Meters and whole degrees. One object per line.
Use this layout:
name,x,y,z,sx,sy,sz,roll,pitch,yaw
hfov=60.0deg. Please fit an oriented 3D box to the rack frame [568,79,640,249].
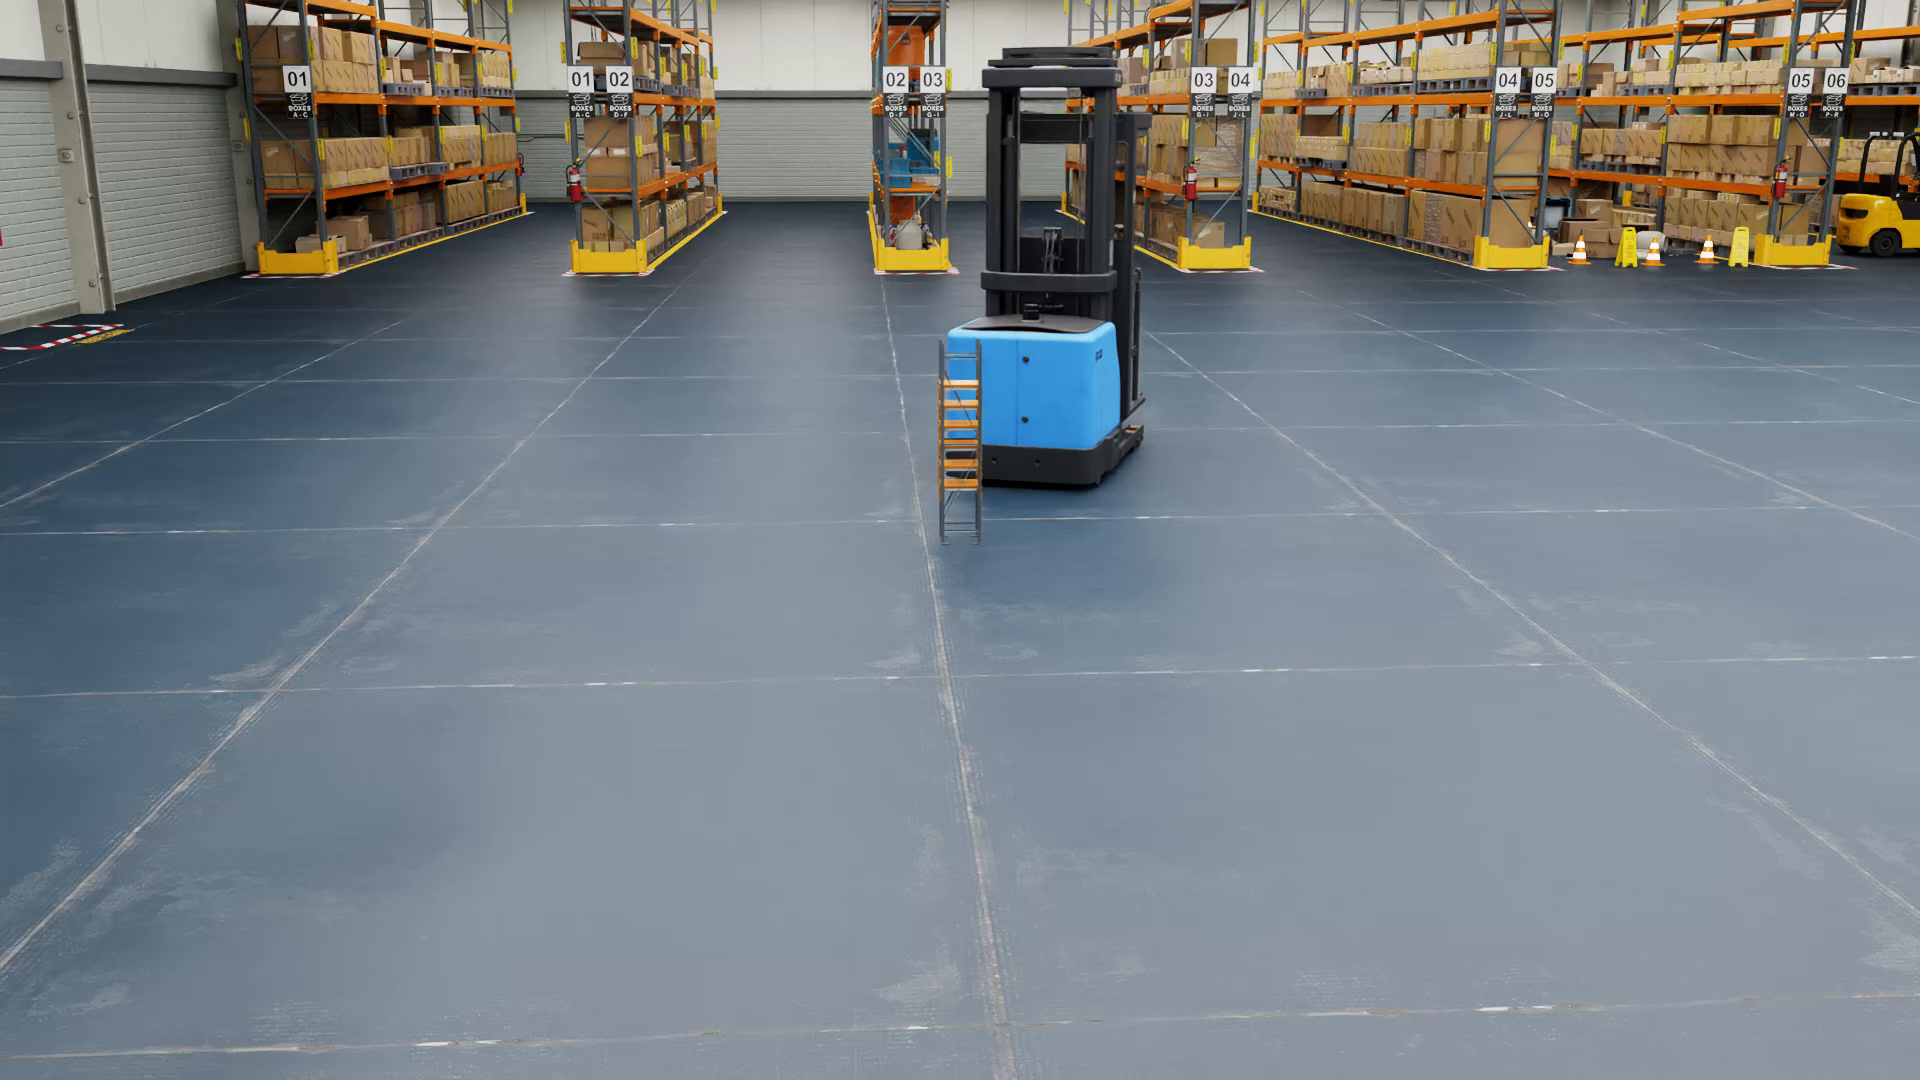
rack frame,-5.673,-5.811,26.590,1.000,3.000,0.127,-1,14,-3

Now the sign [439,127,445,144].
sign,-10.571,-8.256,33.929,0.100,0.325,0.005,-1,14,-3

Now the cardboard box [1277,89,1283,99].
cardboard box,8.047,-10.870,40.536,0.500,0.250,0.500,-1,14,-4

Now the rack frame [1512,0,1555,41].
rack frame,13.362,-12.005,38.627,1.000,3.000,0.127,-1,14,-3

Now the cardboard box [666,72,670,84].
cardboard box,-6.034,-9.142,32.975,0.500,0.250,0.500,0,14,-2

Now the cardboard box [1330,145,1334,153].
cardboard box,8.173,-8.412,35.764,0.380,0.149,0.250,0,14,-1

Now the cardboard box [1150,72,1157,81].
cardboard box,3.680,-8.445,30.310,0.380,0.149,0.250,-1,14,-5

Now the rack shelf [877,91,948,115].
rack shelf,-0.853,-7.488,28.533,1.077,0.370,4.000,-1,14,-3

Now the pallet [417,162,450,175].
pallet,-10.962,-7.454,33.364,1.213,0.211,1.003,-1,14,-3

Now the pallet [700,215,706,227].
pallet,-6.328,-7.243,37.753,1.003,0.211,1.213,-1,14,-3

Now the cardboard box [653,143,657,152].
cardboard box,-5.690,-7.104,30.113,0.380,0.149,0.250,-1,14,-3

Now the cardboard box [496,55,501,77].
cardboard box,-11.229,-11.275,39.562,0.500,0.500,0.500,-2,15,-6

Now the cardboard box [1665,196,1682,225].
cardboard box,13.625,-6.194,31.252,0.500,0.500,0.500,0,14,-1

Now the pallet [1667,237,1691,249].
pallet,13.935,-5.593,31.342,1.003,0.211,1.213,-1,14,-3

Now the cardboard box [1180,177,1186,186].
cardboard box,3.909,-6.032,27.956,0.380,0.149,0.250,-1,14,-3

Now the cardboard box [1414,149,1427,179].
cardboard box,8.958,-6.990,30.873,0.875,0.550,0.550,-1,14,-3

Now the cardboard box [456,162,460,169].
cardboard box,-11.007,-8.078,35.865,0.380,0.149,0.250,-1,14,-3

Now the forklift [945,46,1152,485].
forklift,0.793,-2.114,12.360,1.130,2.935,3.031,4,15,15

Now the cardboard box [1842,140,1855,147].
cardboard box,18.380,-8.141,34.144,0.380,0.149,0.250,-1,14,-2

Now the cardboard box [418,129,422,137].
cardboard box,-11.061,-8.213,33.542,0.380,0.149,0.250,-3,15,-11

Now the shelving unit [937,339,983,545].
shelving unit,0.001,-0.577,9.863,0.258,1.200,0.189,-1,14,-3

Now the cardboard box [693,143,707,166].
cardboard box,-6.176,-8.974,38.686,0.500,0.500,0.500,-1,14,-2

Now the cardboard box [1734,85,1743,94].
cardboard box,13.753,-7.850,29.001,0.380,0.149,0.250,-1,14,-5

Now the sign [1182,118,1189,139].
sign,3.660,-6.673,26.983,0.100,0.325,0.005,-1,14,-3

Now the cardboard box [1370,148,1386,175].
cardboard box,8.528,-7.561,33.191,0.500,0.500,0.500,-1,14,-4

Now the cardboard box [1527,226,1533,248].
cardboard box,10.044,-5.429,30.120,0.500,0.500,0.500,2,15,6

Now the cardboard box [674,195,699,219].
cardboard box,-6.013,-7.305,36.532,0.500,0.500,0.500,-1,14,-5

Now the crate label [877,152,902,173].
crate label,-1.433,-7.642,33.636,0.502,0.435,0.616,-1,14,-3

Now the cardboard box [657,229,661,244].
cardboard box,-5.653,-5.441,29.828,0.500,0.250,0.500,-1,14,-3

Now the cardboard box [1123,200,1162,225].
cardboard box,3.781,-6.788,34.524,0.700,0.500,0.500,-2,15,-6

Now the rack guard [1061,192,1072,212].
rack guard,3.222,-8.737,42.981,1.175,0.500,0.348,-1,14,-3

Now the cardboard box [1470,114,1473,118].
cardboard box,12.926,-10.526,41.409,0.380,0.149,0.250,-1,14,-3

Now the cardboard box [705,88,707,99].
cardboard box,-6.256,-10.549,39.286,0.500,0.250,0.500,-1,14,-3

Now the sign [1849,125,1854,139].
sign,19.118,-8.753,35.702,0.100,0.325,0.005,-1,14,-3

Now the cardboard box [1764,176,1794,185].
cardboard box,13.869,-6.084,28.156,0.380,0.149,0.250,0,14,-2

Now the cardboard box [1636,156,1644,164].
cardboard box,13.500,-7.445,32.605,0.380,0.149,0.250,-1,14,-4

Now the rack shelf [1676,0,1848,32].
rack shelf,13.982,-9.168,29.051,1.077,0.370,4.000,-1,14,-3

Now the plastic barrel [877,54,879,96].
plastic barrel,-1.306,-9.025,32.057,0.600,0.901,0.708,-1,14,-3

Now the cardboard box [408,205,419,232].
cardboard box,-11.041,-6.294,32.603,0.700,0.500,0.500,-1,14,-4

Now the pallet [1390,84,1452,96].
pallet,8.818,-8.596,31.781,0.805,0.209,1.217,-1,15,-6

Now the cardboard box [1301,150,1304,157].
cardboard box,8.028,-8.844,38.041,0.380,0.149,0.250,-1,14,-3

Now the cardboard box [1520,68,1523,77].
cardboard box,9.454,-7.750,27.571,0.380,0.149,0.250,-1,14,-3

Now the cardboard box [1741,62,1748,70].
cardboard box,13.816,-8.231,28.880,0.380,0.149,0.250,-1,14,-5

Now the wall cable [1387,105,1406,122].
wall cable,12.742,-12.004,48.560,0.585,1.953,0.123,-1,14,-3

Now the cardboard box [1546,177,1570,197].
cardboard box,13.599,-7.675,37.256,0.875,0.875,0.875,-1,14,-3

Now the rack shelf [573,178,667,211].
rack shelf,-5.797,-5.960,28.613,1.077,0.370,4.000,-1,14,-3

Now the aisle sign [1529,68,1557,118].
aisle sign,9.475,-7.260,27.006,0.394,0.787,0.004,-1,14,-3

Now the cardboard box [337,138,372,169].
cardboard box,-10.469,-6.666,28.671,0.500,0.500,0.500,-1,14,-5

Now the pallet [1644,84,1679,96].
pallet,13.926,-8.627,31.895,1.213,0.211,1.003,-1,14,-3

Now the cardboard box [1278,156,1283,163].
cardboard box,8.008,-9.332,40.780,0.380,0.149,0.250,-1,14,-2

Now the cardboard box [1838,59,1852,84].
cardboard box,18.497,-9.628,34.162,0.700,0.500,0.500,-1,14,-5

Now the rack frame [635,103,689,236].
rack frame,-6.168,-7.800,34.323,1.000,3.000,0.127,-1,14,-3

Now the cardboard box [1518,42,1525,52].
cardboard box,9.454,-8.133,27.458,0.380,0.149,0.250,-1,14,-3

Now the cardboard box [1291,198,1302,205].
cardboard box,8.091,-8.039,39.531,0.380,0.149,0.250,-1,14,-2
